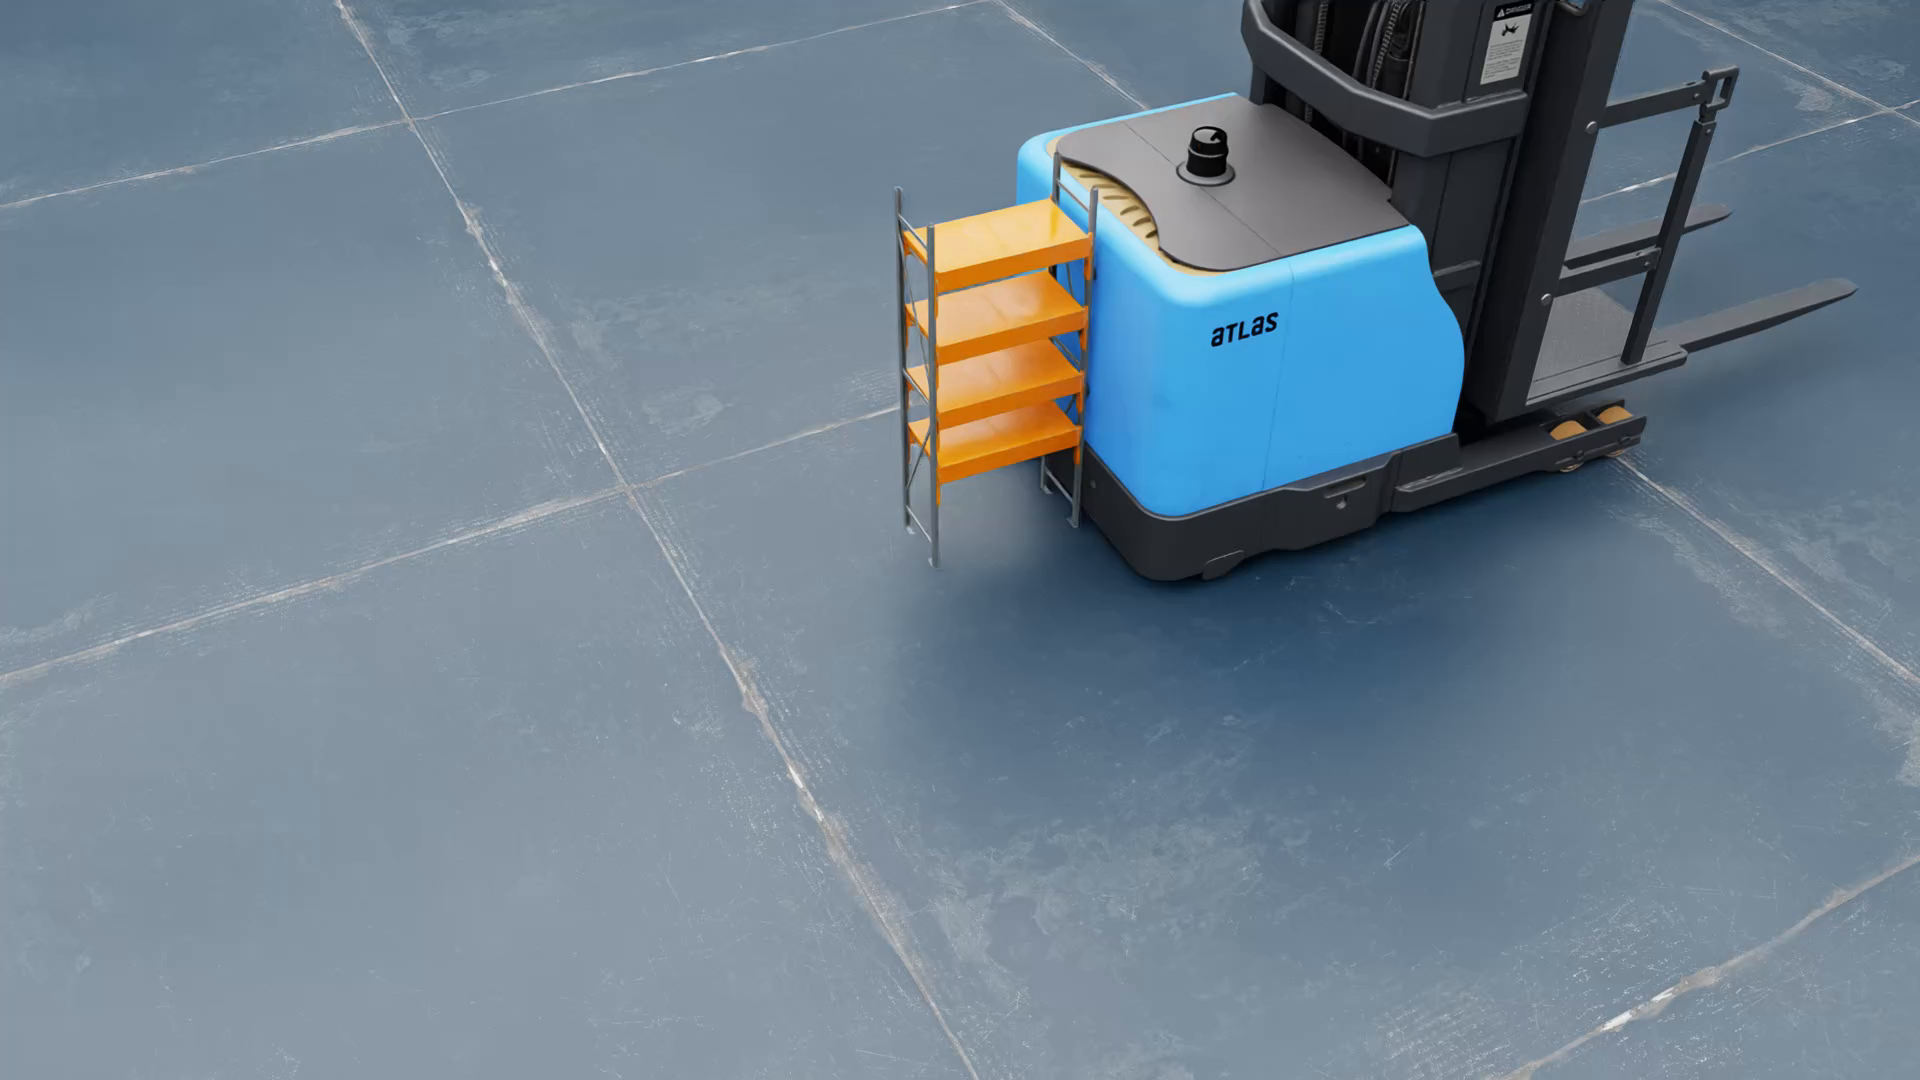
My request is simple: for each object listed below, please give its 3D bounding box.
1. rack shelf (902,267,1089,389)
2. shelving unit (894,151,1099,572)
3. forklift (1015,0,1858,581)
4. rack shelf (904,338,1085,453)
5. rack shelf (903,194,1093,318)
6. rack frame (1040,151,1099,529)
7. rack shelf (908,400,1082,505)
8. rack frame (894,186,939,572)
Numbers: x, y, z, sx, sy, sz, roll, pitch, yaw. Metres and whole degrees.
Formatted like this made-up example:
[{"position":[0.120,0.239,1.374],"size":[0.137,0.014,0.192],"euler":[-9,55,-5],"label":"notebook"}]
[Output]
[{"position":[0.099,-0.619,4.810],"size":[0.480,0.148,0.258],"euler":[-17,43,-19],"label":"rack shelf"},{"position":[0.099,-0.499,4.911],"size":[0.503,1.200,0.258],"euler":[-17,43,-19],"label":"shelving unit"},{"position":[1.719,-1.638,4.916],"size":[3.031,2.935,1.130],"euler":[-17,43,-19],"label":"forklift"},{"position":[0.099,-0.448,4.954],"size":[0.480,0.148,0.258],"euler":[-17,43,-19],"label":"rack shelf"},{"position":[0.099,-0.799,4.657],"size":[0.480,0.148,0.258],"euler":[-17,43,-19],"label":"rack shelf"},{"position":[0.321,-0.565,4.989],"size":[0.015,1.200,0.240],"euler":[-17,43,-19],"label":"rack frame"},{"position":[0.099,-0.296,5.083],"size":[0.480,0.148,0.258],"euler":[-17,43,-19],"label":"rack shelf"},{"position":[-0.123,-0.433,4.833],"size":[0.015,1.200,0.240],"euler":[-17,43,-19],"label":"rack frame"}]
